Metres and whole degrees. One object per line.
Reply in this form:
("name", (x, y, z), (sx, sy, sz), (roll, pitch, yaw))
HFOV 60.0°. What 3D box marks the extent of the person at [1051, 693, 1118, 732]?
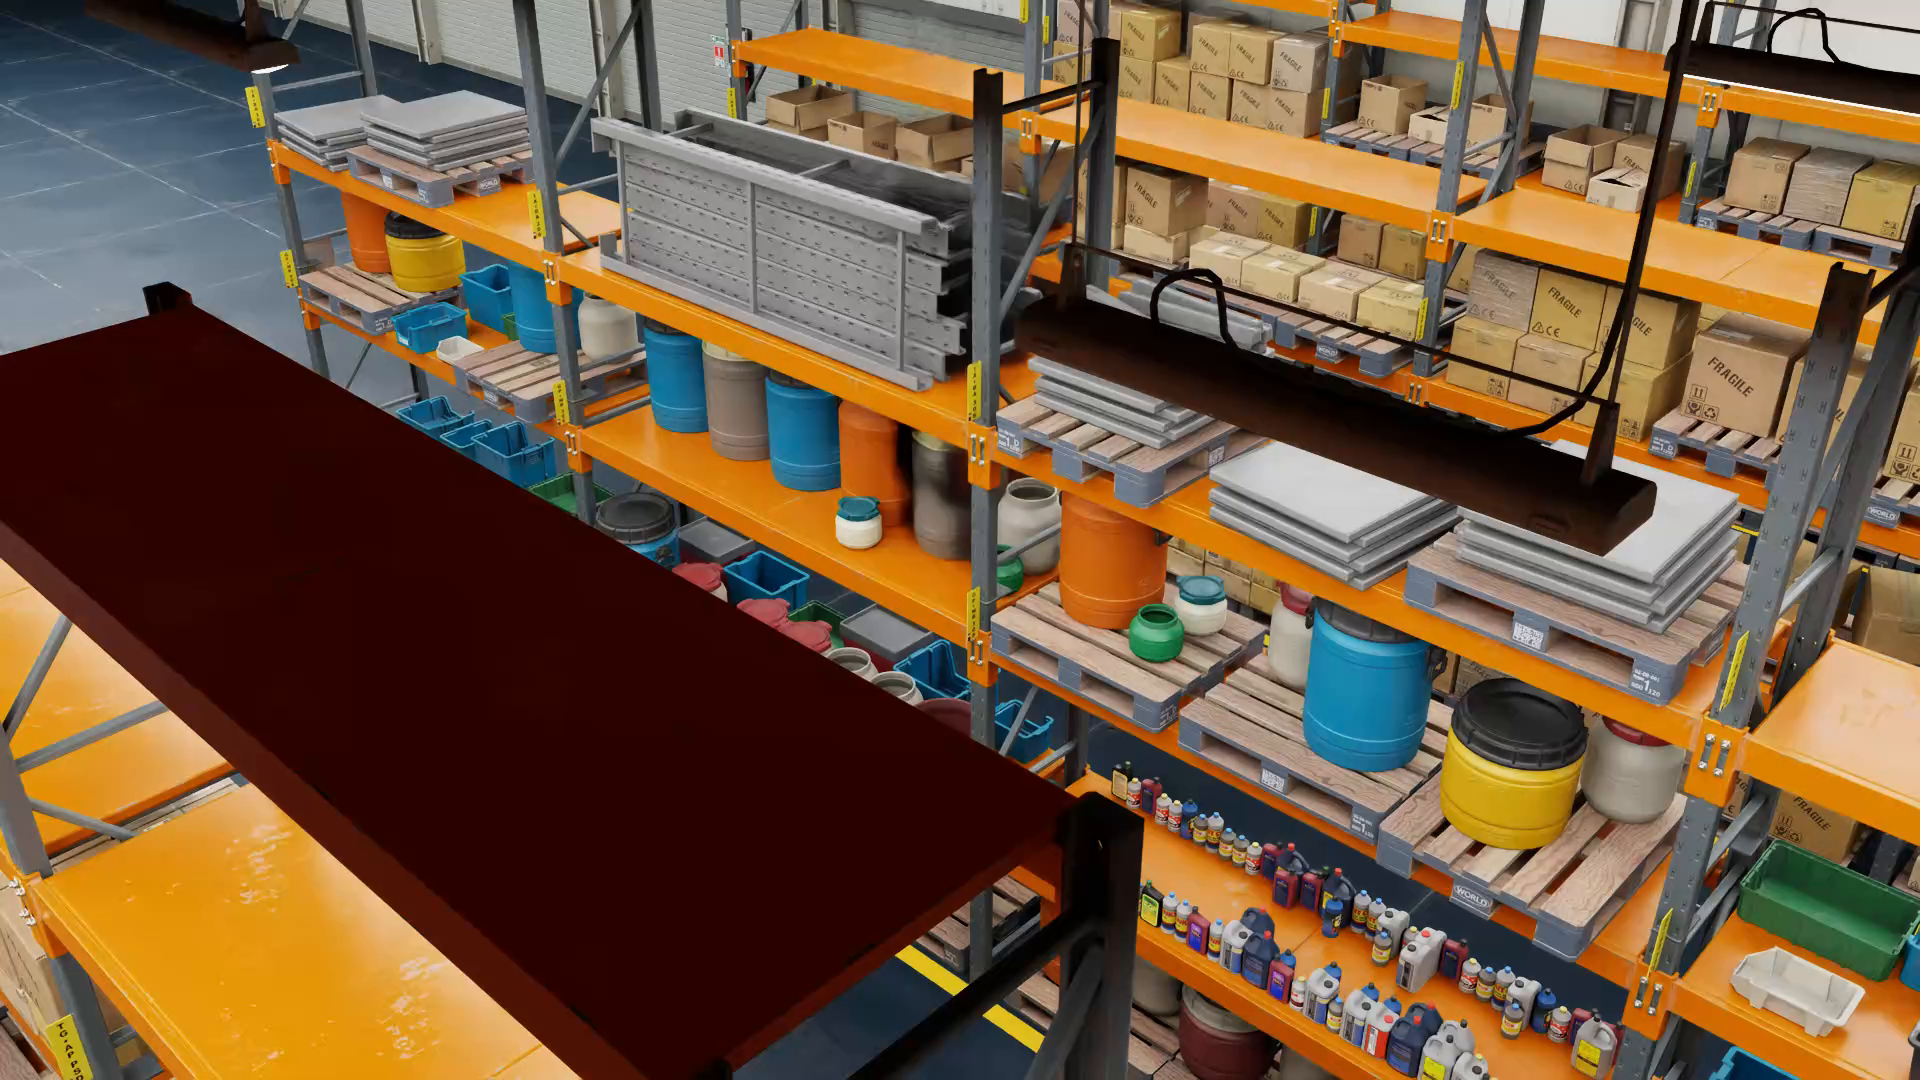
("person", (1.029, 0.667, 12.768), (0.864, 1.695, 0.578), (24, 37, 36))
